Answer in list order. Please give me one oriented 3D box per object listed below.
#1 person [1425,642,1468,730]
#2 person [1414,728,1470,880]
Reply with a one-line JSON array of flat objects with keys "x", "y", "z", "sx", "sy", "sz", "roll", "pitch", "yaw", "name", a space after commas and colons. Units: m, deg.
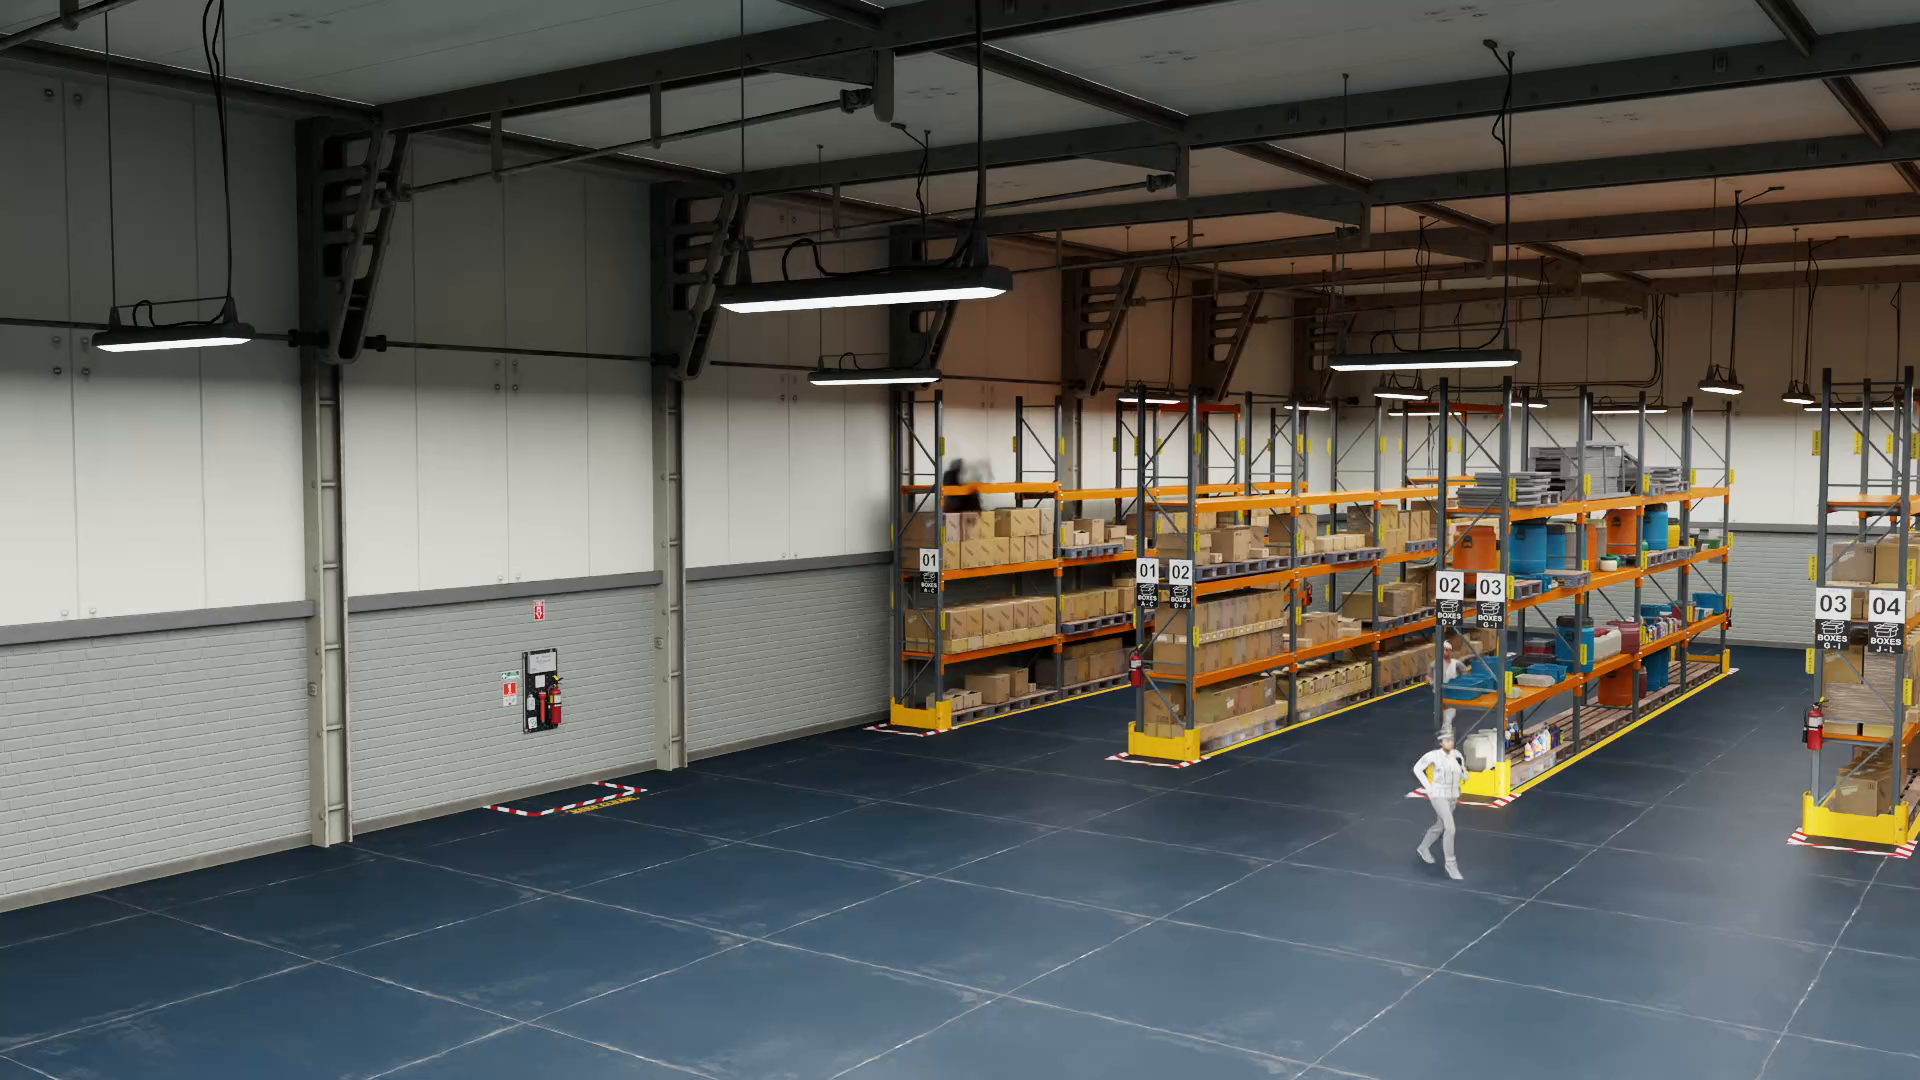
[{"x": 7.947, "y": 2.557, "z": 27.227, "sx": 0.654, "sy": 1.776, "sz": 0.985, "roll": 2, "pitch": 4, "yaw": 26, "name": "person"}, {"x": 5.701, "y": 3.059, "z": 19.583, "sx": 0.587, "sy": 1.748, "sz": 0.805, "roll": -2, "pitch": 4, "yaw": -25, "name": "person"}]
